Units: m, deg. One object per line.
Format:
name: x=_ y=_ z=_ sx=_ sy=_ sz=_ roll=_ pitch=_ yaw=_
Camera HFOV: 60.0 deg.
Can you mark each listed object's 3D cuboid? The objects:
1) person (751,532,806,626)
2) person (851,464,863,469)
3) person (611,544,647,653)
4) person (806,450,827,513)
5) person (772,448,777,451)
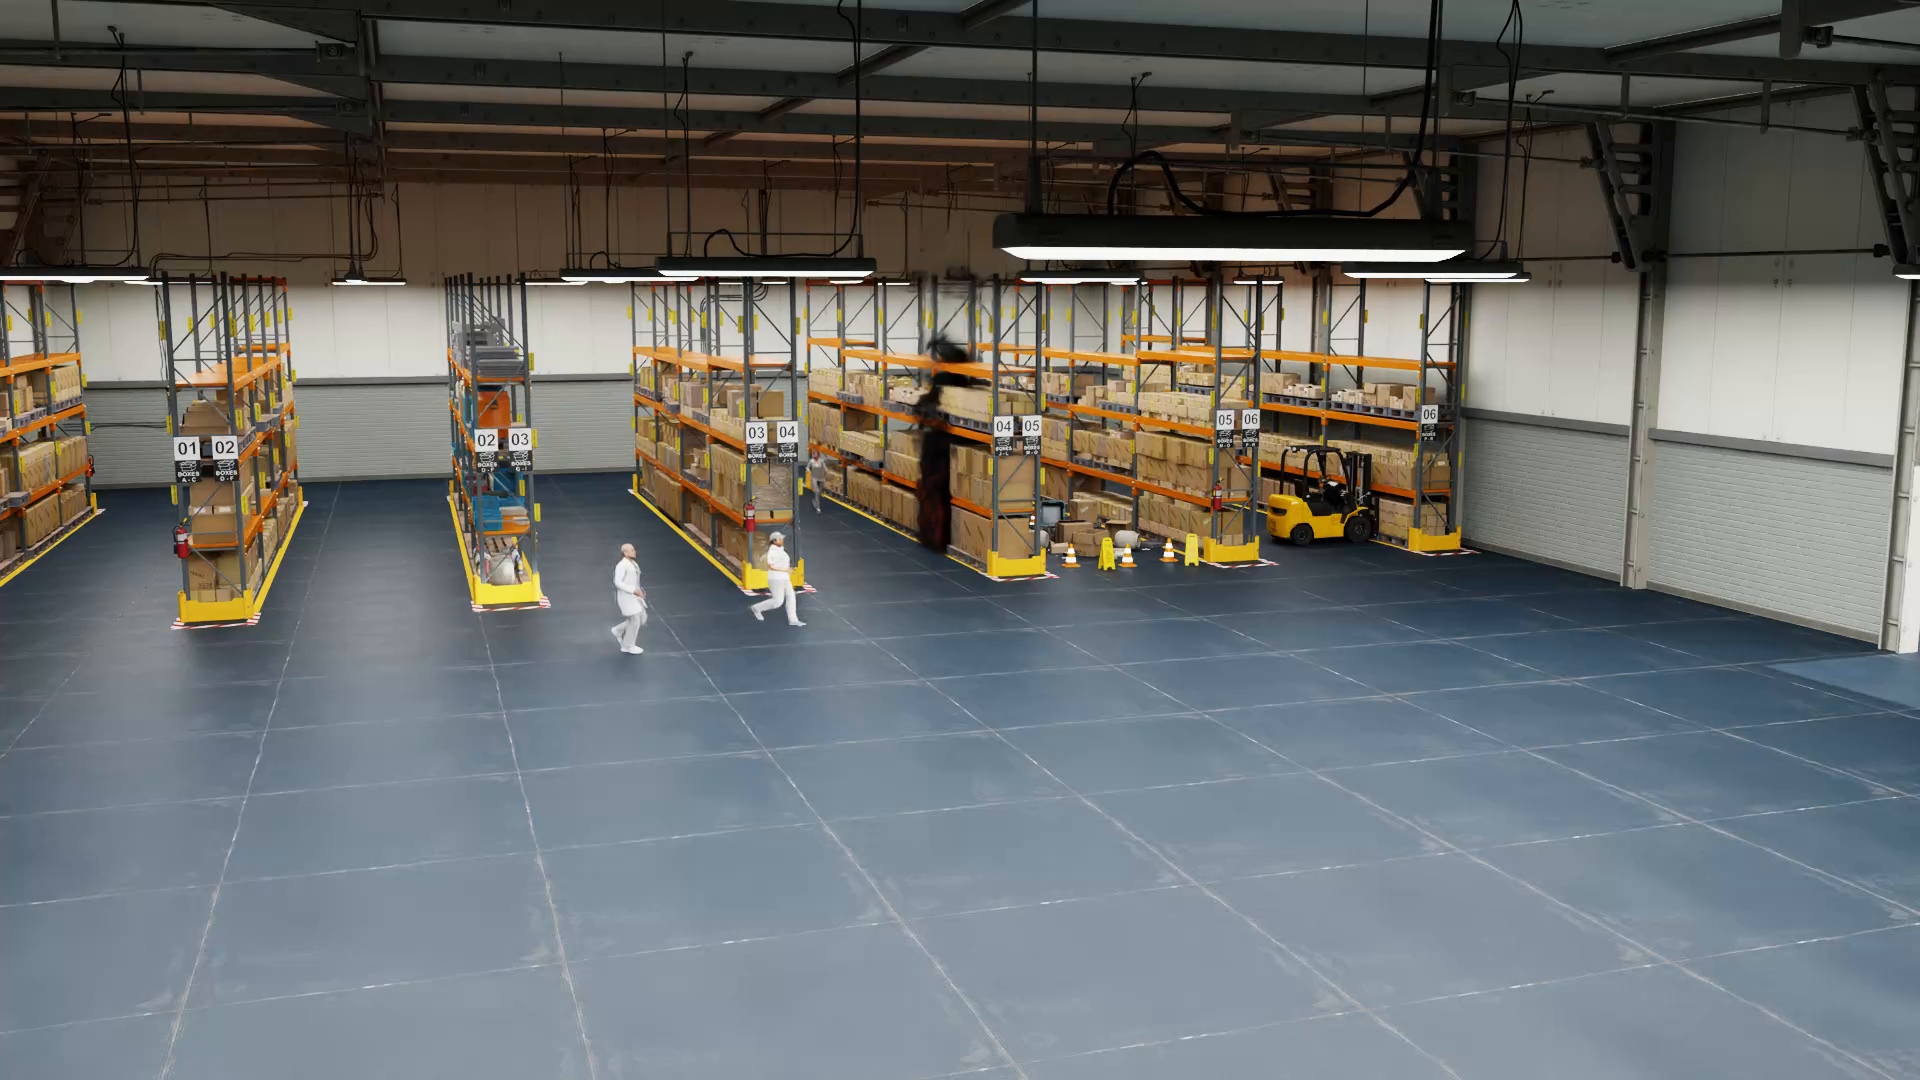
person: x=-3.081 y=0.667 z=28.252 sx=0.932 sy=1.633 sz=0.621 roll=1 pitch=9 yaw=10
person: x=-3.072 y=-2.566 z=49.532 sx=0.934 sy=1.630 sz=0.631 roll=7 pitch=11 yaw=38
person: x=-5.245 y=0.923 z=26.229 sx=0.637 sy=1.743 sz=0.718 roll=1 pitch=9 yaw=9
person: x=-3.680 y=-1.517 z=42.909 sx=0.528 sy=1.588 sz=0.790 roll=-2 pitch=9 yaw=-14
person: x=-5.475 y=-2.398 z=48.664 sx=0.680 sy=1.604 sz=0.717 roll=5 pitch=10 yaw=28
